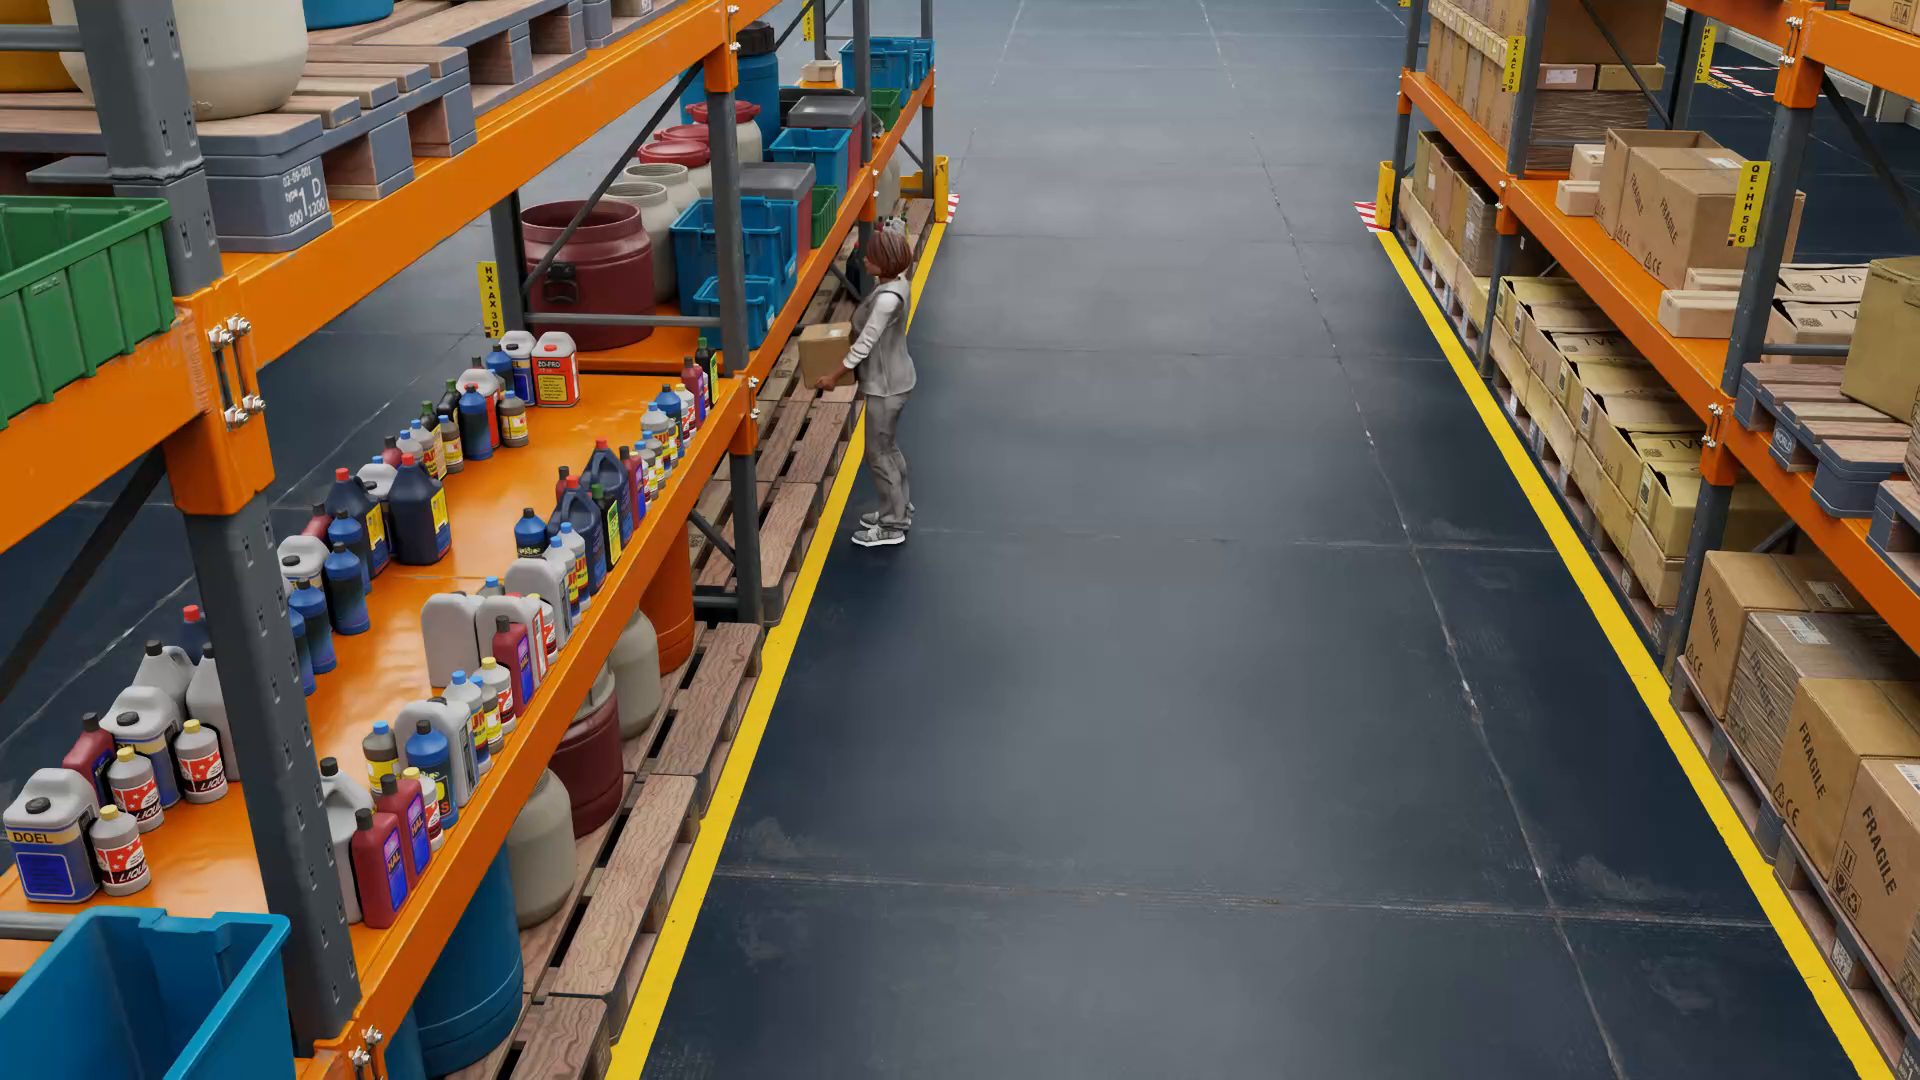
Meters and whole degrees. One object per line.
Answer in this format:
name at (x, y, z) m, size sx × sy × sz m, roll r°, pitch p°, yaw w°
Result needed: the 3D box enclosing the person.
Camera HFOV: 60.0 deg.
person at (-0.459, -0.706, 8.264) m, size 0.491 × 1.499 × 0.402 m, roll 2°, pitch 25°, yaw 4°
